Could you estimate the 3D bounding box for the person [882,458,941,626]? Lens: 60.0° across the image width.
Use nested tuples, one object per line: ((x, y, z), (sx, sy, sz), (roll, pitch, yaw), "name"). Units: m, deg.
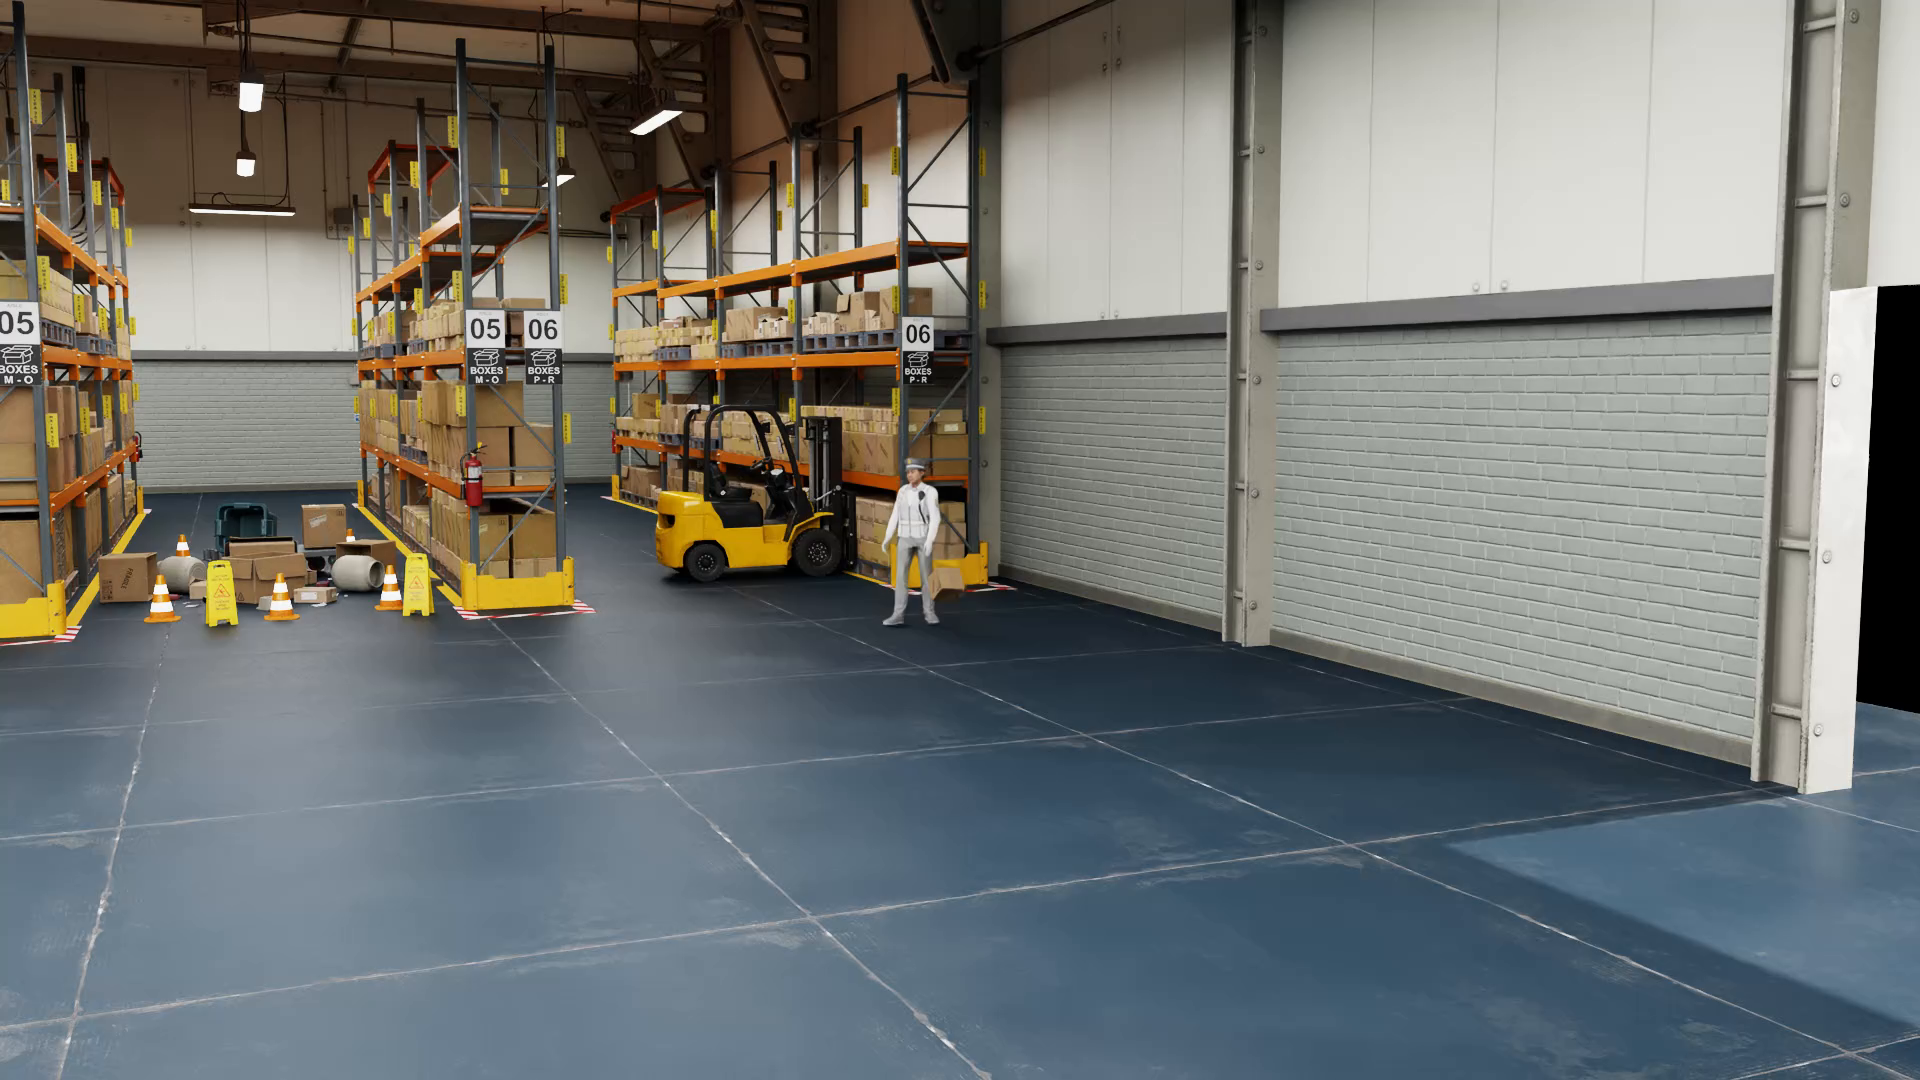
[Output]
((-0.490, 0.010, 16.676), (0.603, 1.672, 0.597), (2, 6, 23), "person")
